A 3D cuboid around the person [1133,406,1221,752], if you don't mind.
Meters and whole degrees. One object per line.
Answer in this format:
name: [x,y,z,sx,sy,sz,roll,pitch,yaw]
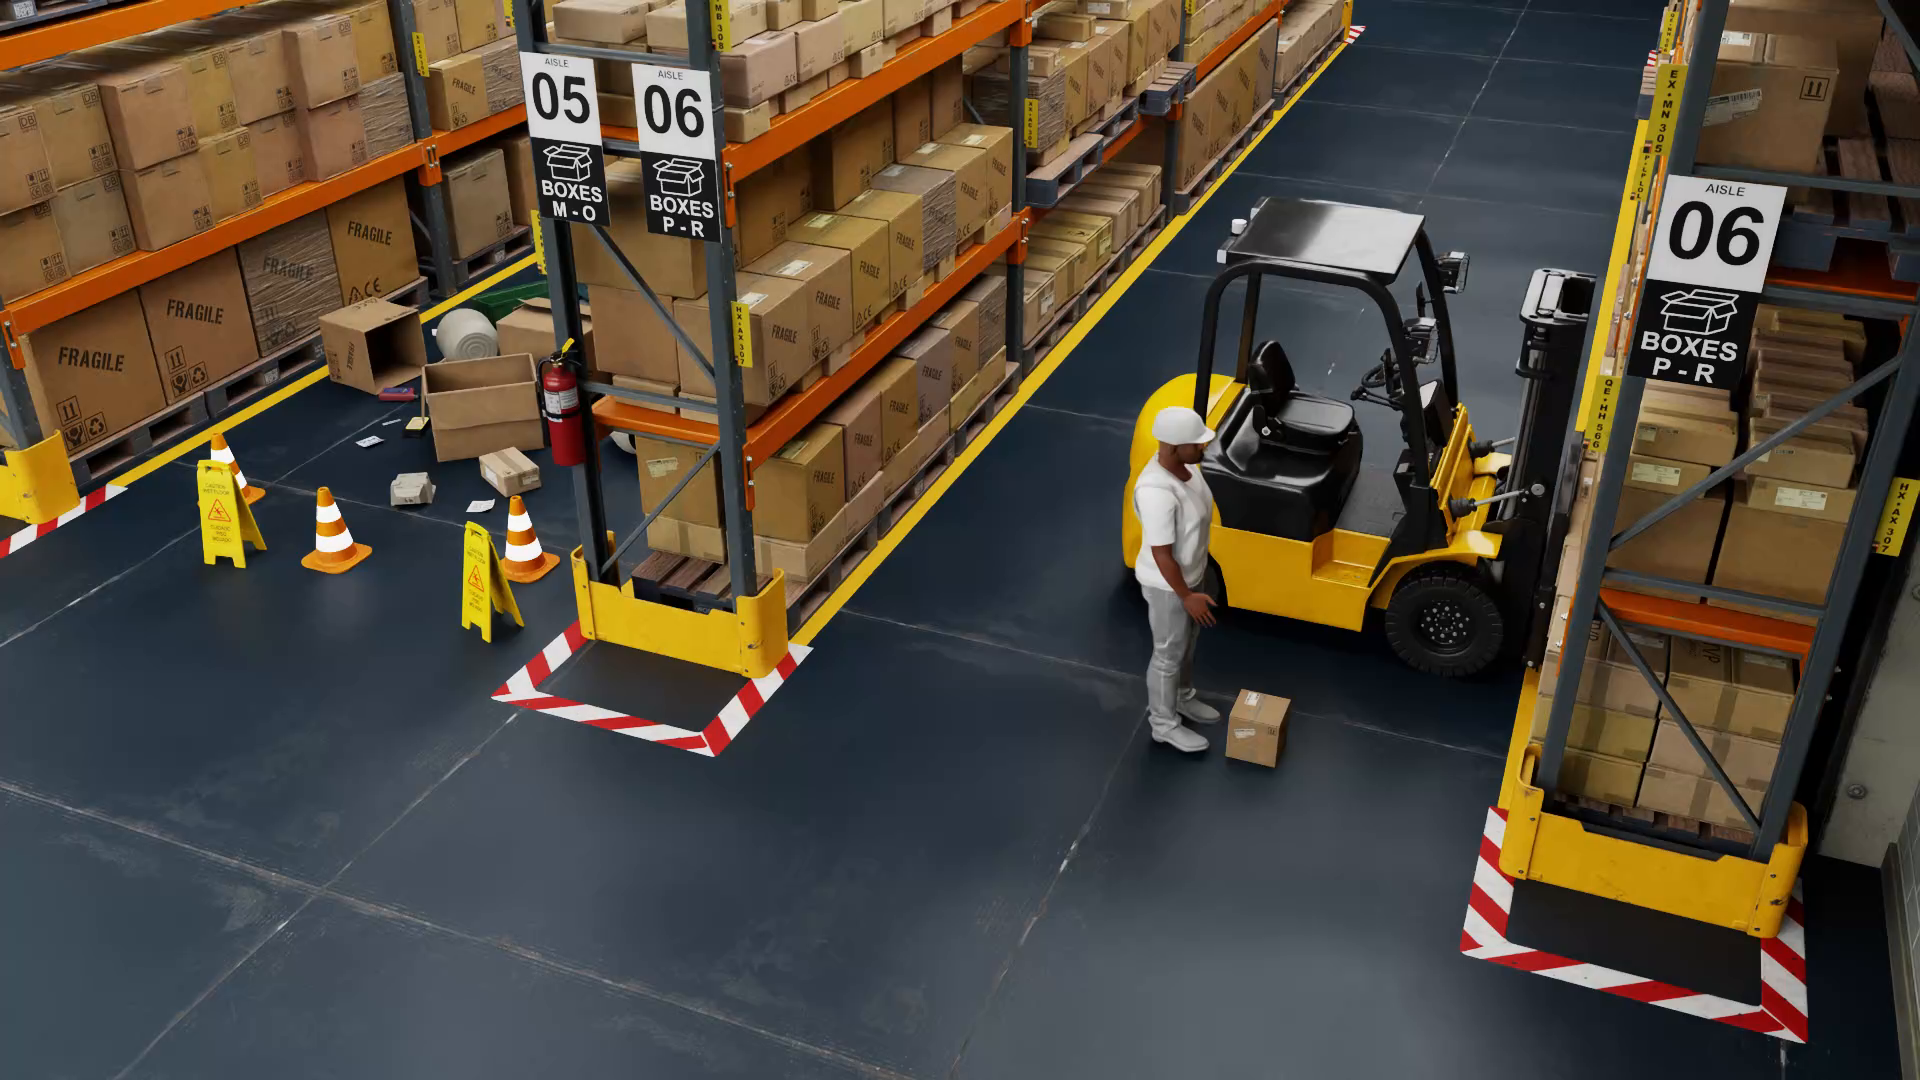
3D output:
person: [1.073,0.184,8.032,0.474,1.786,0.583,12,31,20]
